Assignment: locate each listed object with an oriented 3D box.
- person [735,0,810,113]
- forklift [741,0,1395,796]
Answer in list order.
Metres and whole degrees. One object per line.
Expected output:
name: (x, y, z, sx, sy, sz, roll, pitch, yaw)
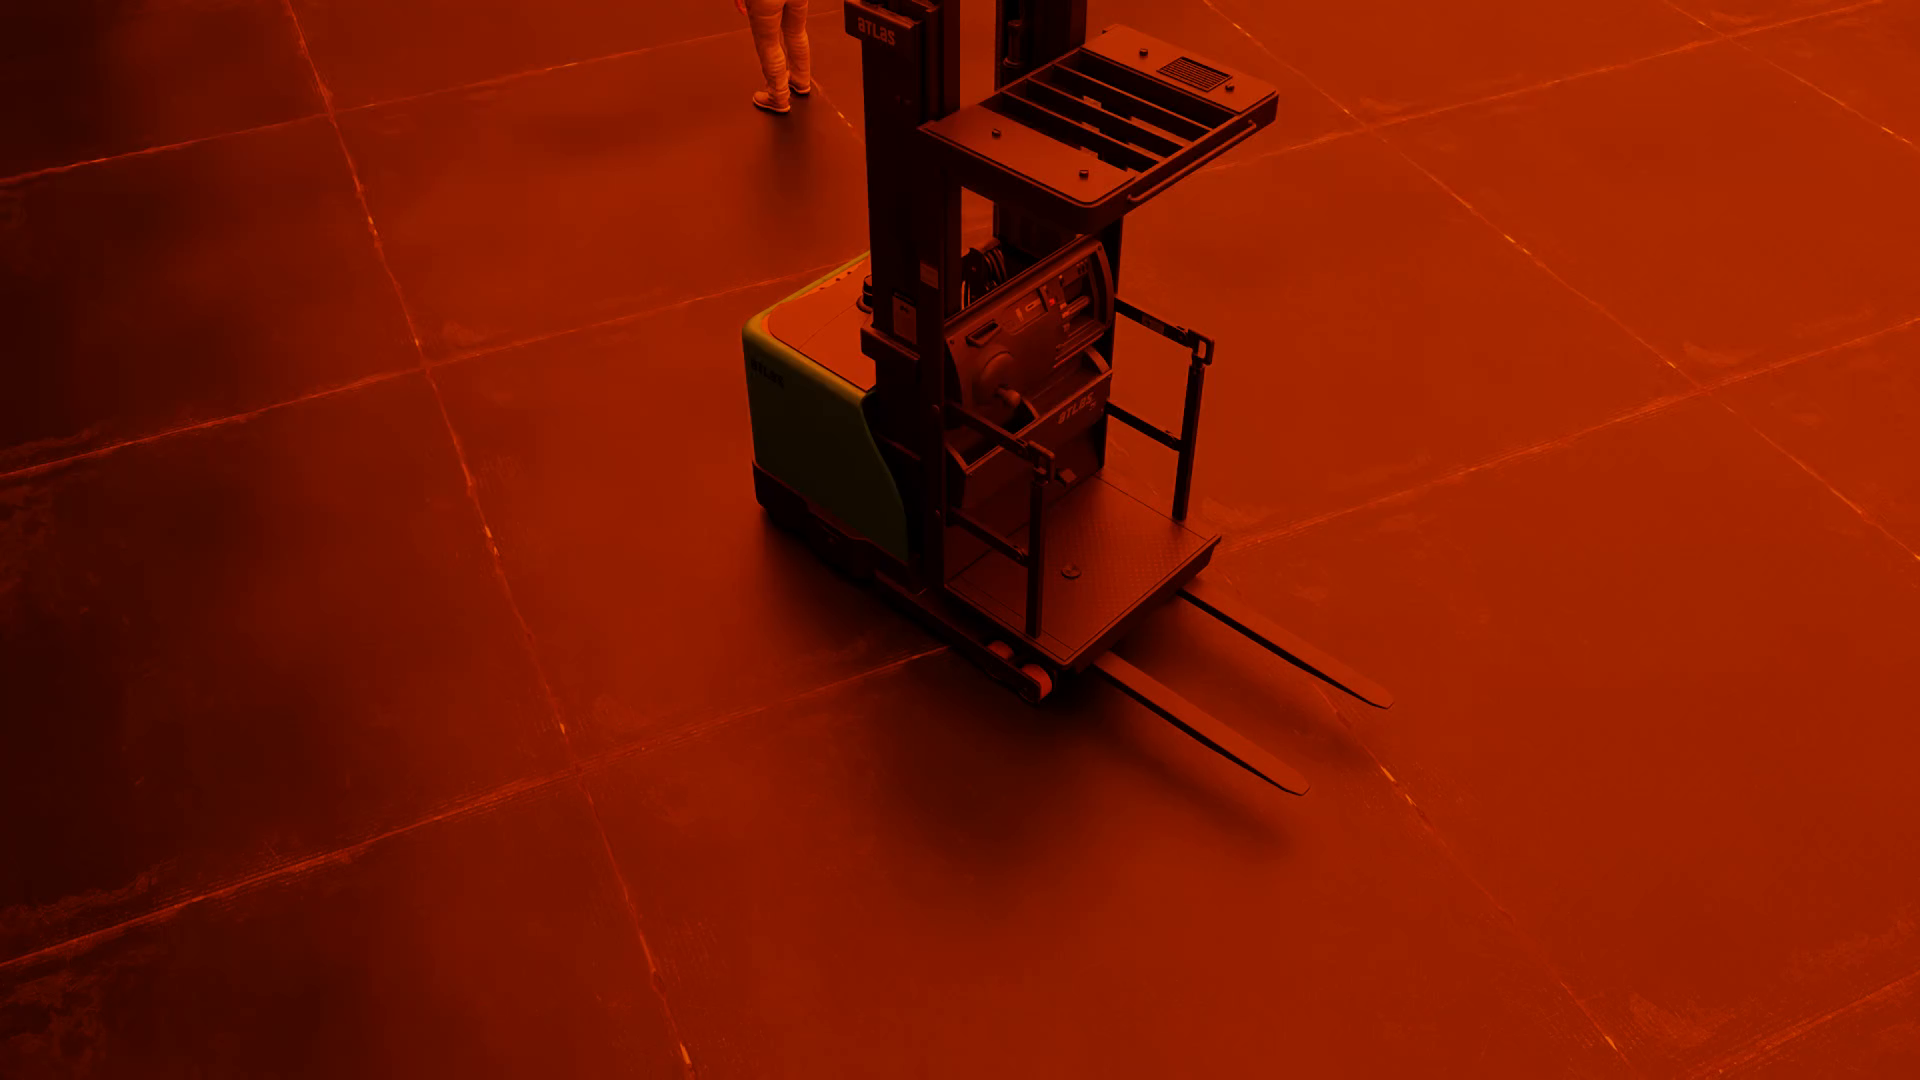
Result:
person: (-1.179, -3.467, 10.311, 0.598, 1.670, 0.529, -31, 51, -29)
forklift: (0.445, -0.788, 6.525, 3.031, 2.935, 1.130, 32, 52, 30)
